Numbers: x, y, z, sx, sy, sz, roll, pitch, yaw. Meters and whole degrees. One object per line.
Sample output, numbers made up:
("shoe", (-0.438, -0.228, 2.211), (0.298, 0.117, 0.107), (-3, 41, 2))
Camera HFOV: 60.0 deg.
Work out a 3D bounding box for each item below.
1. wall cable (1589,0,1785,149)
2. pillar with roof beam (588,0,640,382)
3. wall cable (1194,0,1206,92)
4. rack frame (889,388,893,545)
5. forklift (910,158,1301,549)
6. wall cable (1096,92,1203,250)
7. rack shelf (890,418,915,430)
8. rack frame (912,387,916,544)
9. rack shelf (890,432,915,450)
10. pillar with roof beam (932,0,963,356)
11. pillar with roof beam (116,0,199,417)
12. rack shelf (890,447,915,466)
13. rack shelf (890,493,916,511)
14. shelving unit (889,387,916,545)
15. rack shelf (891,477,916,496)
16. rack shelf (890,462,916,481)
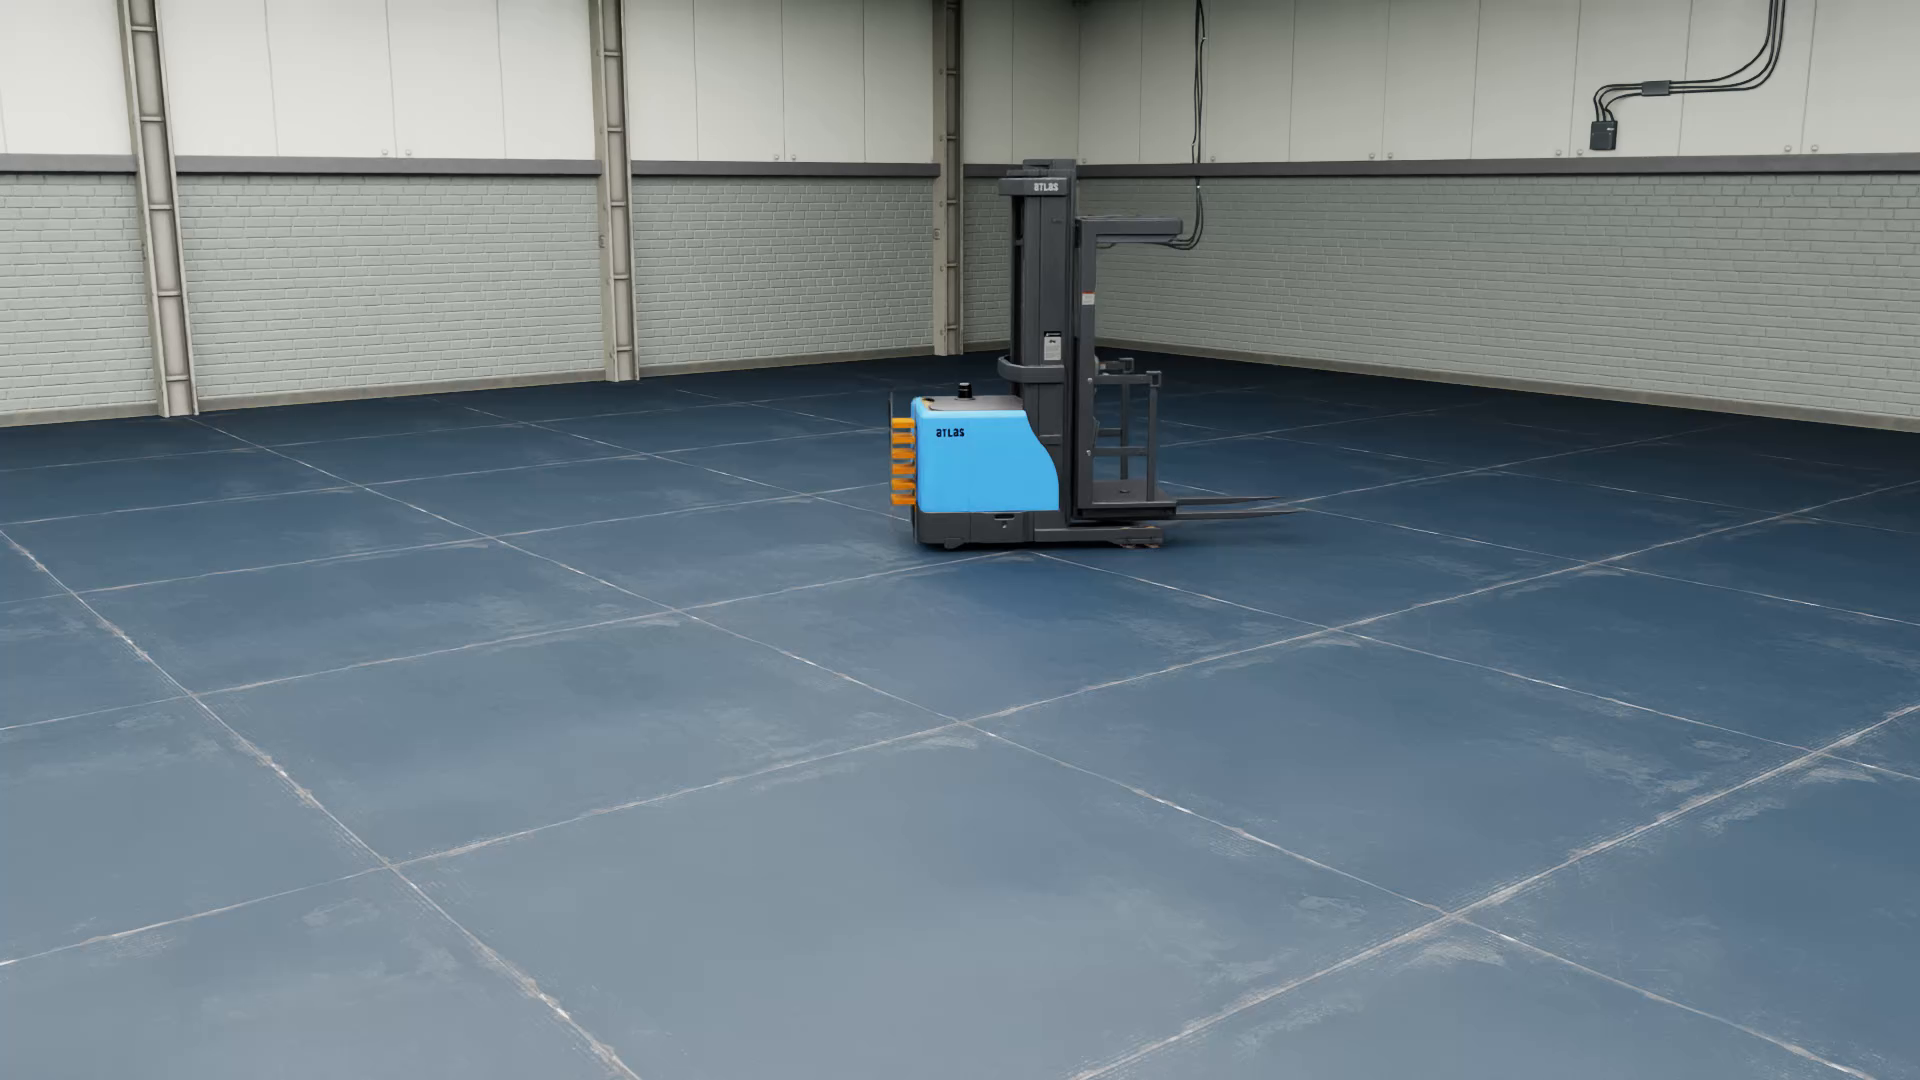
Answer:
("wall cable", (8.852, -7.783, 19.929), (0.169, 6.003, 2.305), (-9, 15, -38))
("pillar with roof beam", (-2.189, -6.017, 19.799), (0.400, 9.000, 9.100), (-9, 15, -38))
("wall cable", (4.623, -8.174, 25.275), (0.112, 2.526, 3.097), (-9, 15, -38))
("rack frame", (-0.538, -0.575, 12.948), (0.006, 1.200, 0.240), (-1, 12, -6))
("forklift", (1.148, -1.475, 13.021), (3.031, 2.935, 1.130), (-1, 12, -6))
("wall cable", (2.933, -6.142, 27.866), (0.112, 2.526, 3.097), (-9, 15, -38))
("rack shelf", (-0.447, -0.886, 12.892), (0.180, 0.103, 0.258), (-1, 12, -6))
("rack frame", (-0.356, -0.579, 12.968), (0.006, 1.200, 0.240), (-1, 12, -6))
("rack shelf", (-0.447, -0.768, 12.917), (0.180, 0.103, 0.258), (-1, 12, -6))
("pillar with roof beam", (2.496, -6.795, 23.465), (0.400, 9.000, 9.100), (-9, 15, -38))
("pillar with roof beam", (-6.874, -5.238, 16.132), (0.400, 9.000, 9.100), (-9, 15, -38))
("rack shelf", (-0.447, -0.651, 12.942), (0.180, 0.103, 0.258), (-1, 12, -6))
("rack shelf", (-0.447, -0.299, 13.017), (0.180, 0.103, 0.258), (-1, 12, -6))
("shelving unit", (-0.447, -0.577, 12.958), (0.189, 1.200, 0.258), (-1, 12, -6))
("rack shelf", (-0.447, -0.416, 12.992), (0.180, 0.103, 0.258), (-1, 12, -6))
("rack shelf", (-0.447, -0.534, 12.967), (0.180, 0.103, 0.258), (-1, 12, -6))
